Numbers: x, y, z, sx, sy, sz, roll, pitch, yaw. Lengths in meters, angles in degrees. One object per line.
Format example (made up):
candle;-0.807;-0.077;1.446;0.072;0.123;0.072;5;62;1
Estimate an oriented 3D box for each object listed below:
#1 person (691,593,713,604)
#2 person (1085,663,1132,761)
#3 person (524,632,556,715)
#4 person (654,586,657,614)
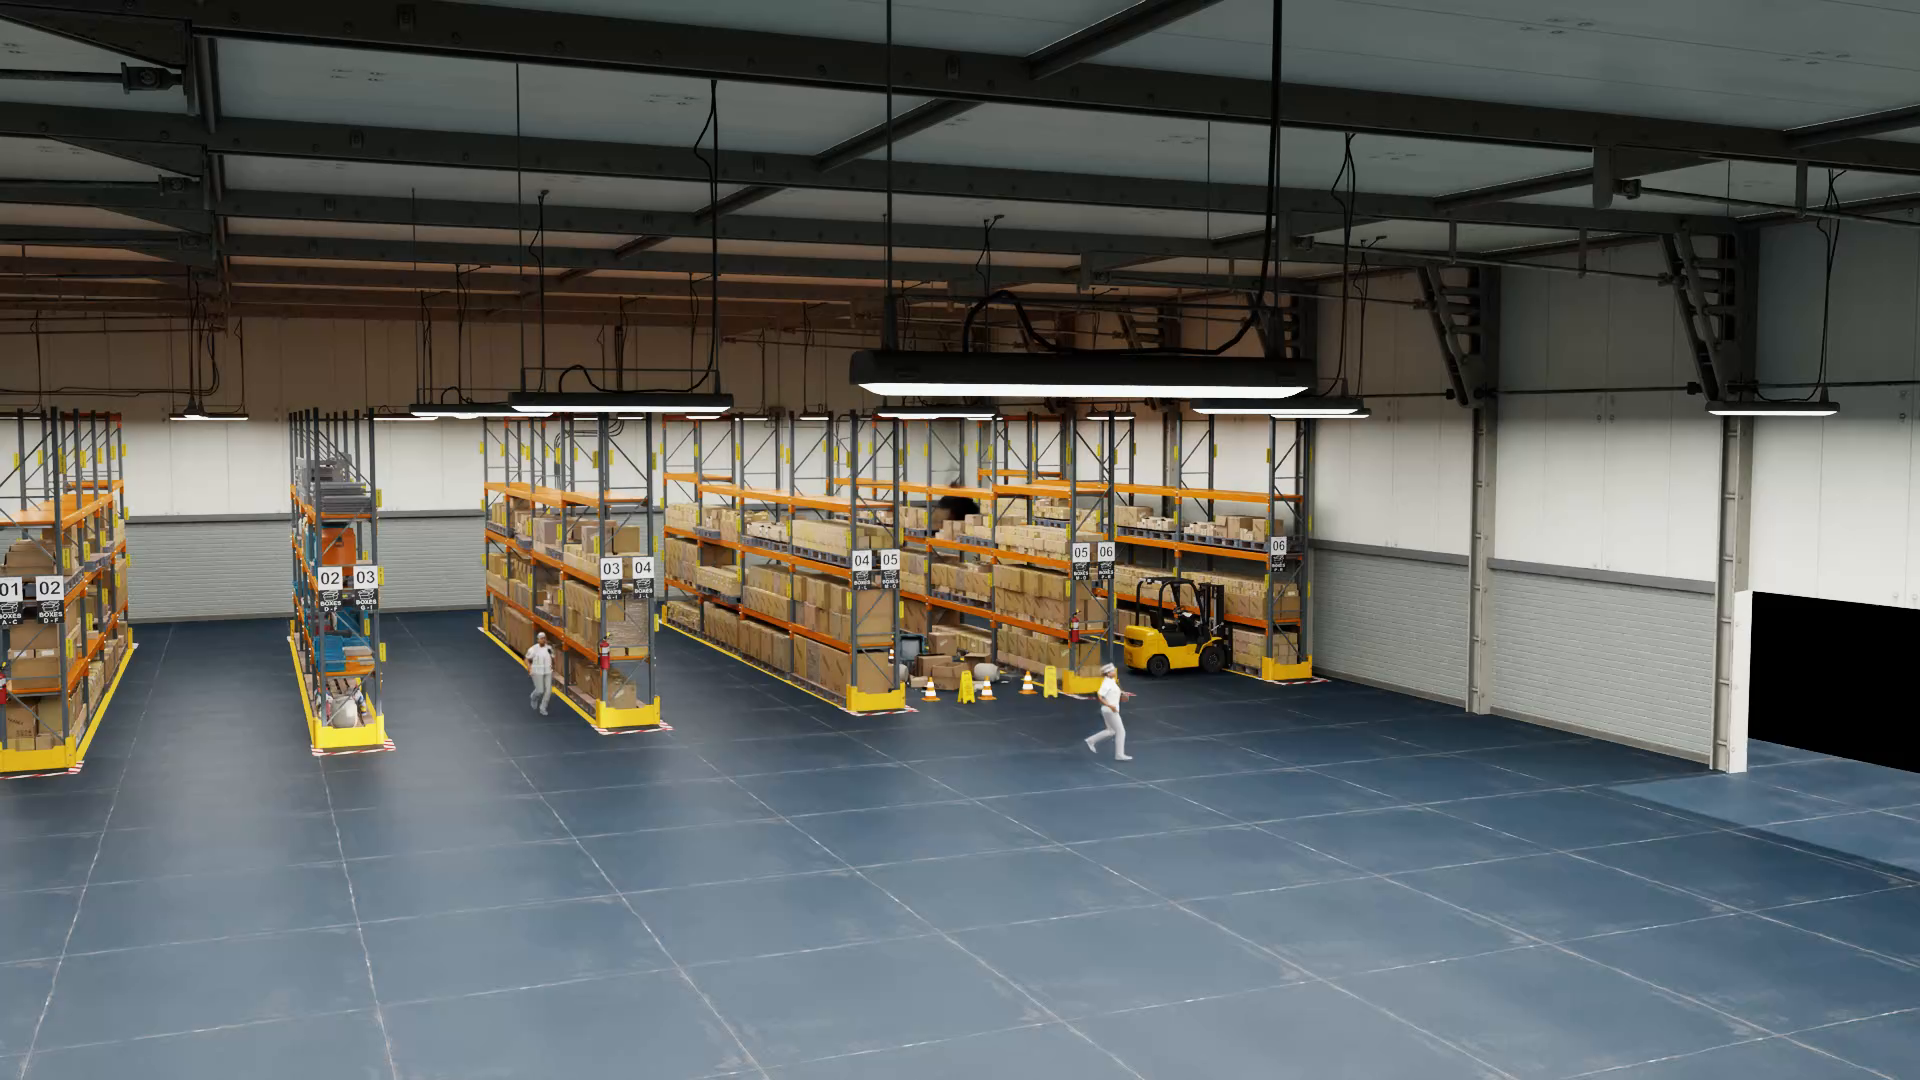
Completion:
person;-7.620;1.411;49.497;0.771;1.735;0.643;-2;5;-28
person;2.536;2.907;28.246;0.787;1.667;0.588;1;4;10
person;-8.215;2.628;32.702;0.607;1.624;0.547;-3;5;-33
person;-8.373;1.762;44.592;0.557;1.734;0.806;-2;4;-25
